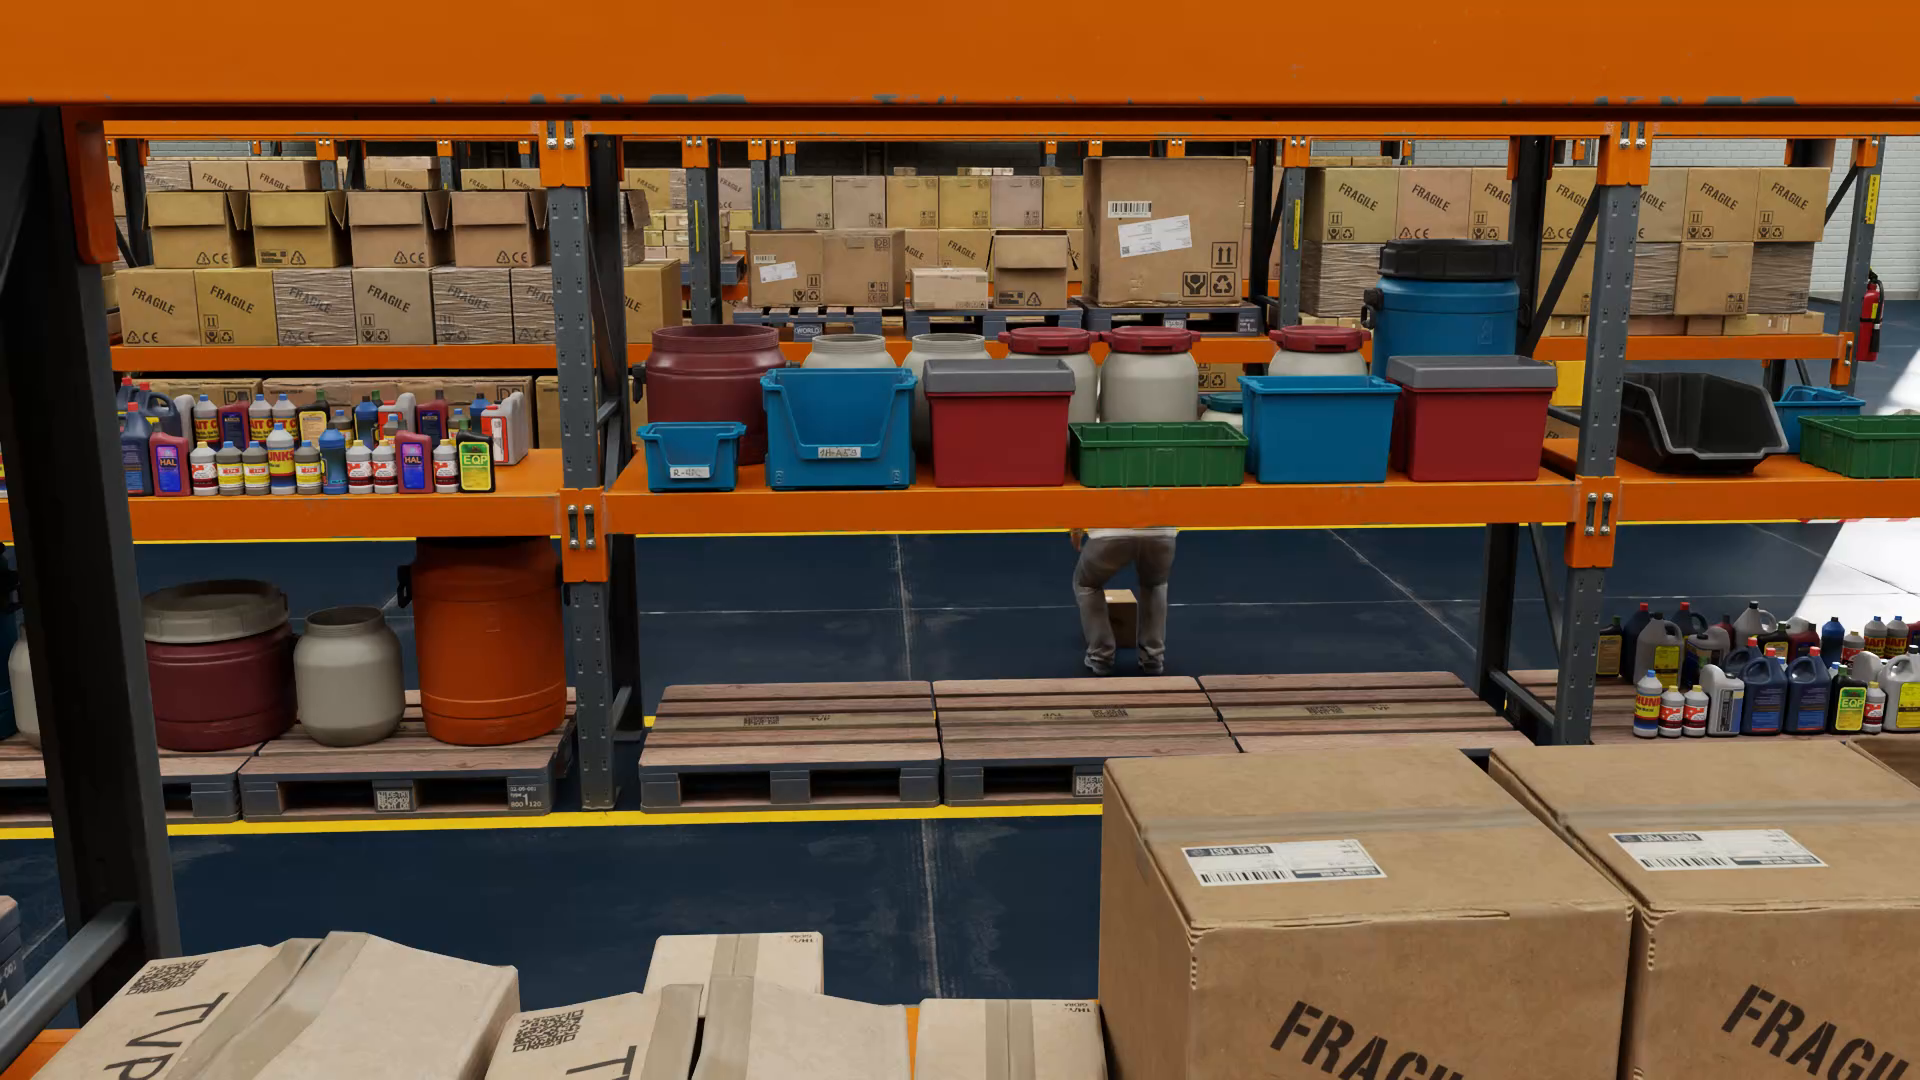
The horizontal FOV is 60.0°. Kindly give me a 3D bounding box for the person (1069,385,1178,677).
[{"bbox_3d":[0.827,-0.061,8.399,0.543,1.449,0.753,-1,13,-3],"label":"person"}]
